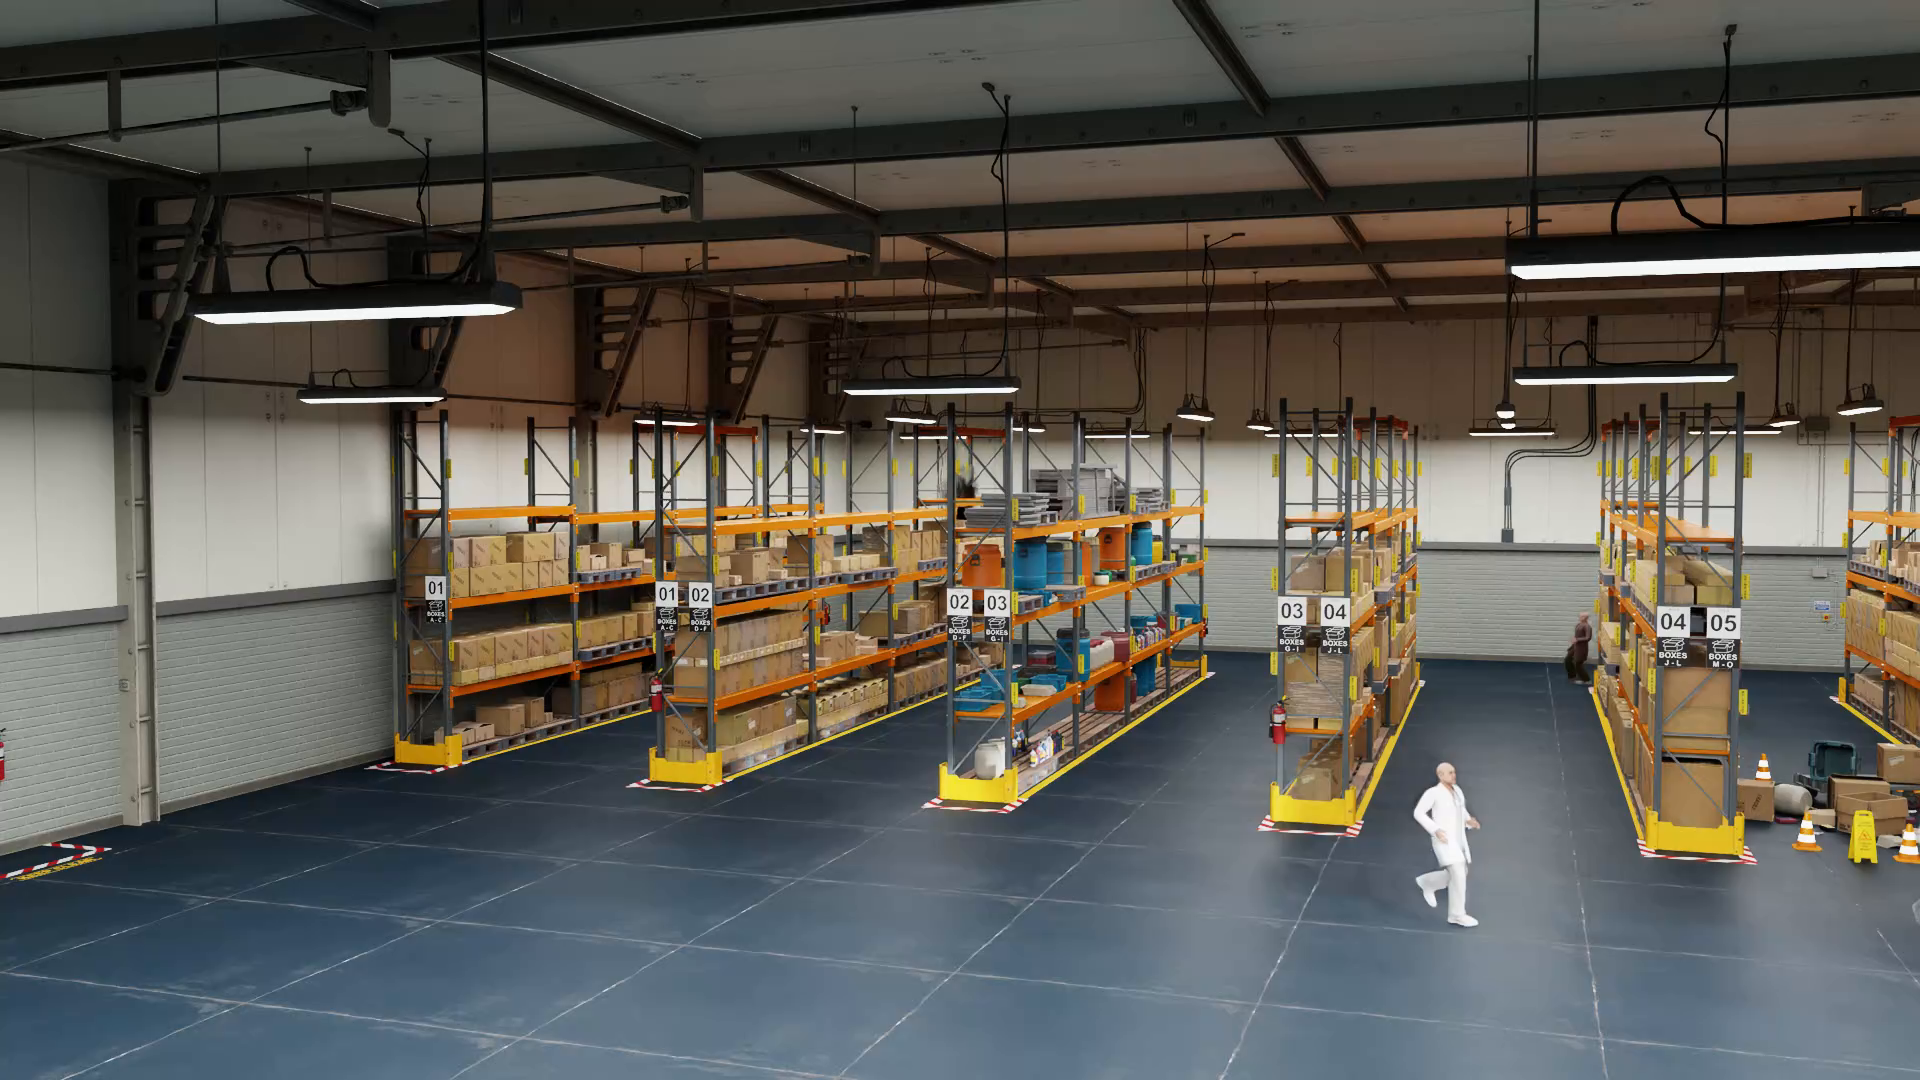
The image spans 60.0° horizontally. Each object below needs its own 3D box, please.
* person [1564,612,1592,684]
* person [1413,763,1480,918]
[{"bbox_3d":[14.305,2.527,38.306,0.617,1.775,0.801,0,2,2],"label":"person"},{"bbox_3d":[5.369,3.300,18.403,0.719,1.667,0.749,-2,3,-36],"label":"person"}]
